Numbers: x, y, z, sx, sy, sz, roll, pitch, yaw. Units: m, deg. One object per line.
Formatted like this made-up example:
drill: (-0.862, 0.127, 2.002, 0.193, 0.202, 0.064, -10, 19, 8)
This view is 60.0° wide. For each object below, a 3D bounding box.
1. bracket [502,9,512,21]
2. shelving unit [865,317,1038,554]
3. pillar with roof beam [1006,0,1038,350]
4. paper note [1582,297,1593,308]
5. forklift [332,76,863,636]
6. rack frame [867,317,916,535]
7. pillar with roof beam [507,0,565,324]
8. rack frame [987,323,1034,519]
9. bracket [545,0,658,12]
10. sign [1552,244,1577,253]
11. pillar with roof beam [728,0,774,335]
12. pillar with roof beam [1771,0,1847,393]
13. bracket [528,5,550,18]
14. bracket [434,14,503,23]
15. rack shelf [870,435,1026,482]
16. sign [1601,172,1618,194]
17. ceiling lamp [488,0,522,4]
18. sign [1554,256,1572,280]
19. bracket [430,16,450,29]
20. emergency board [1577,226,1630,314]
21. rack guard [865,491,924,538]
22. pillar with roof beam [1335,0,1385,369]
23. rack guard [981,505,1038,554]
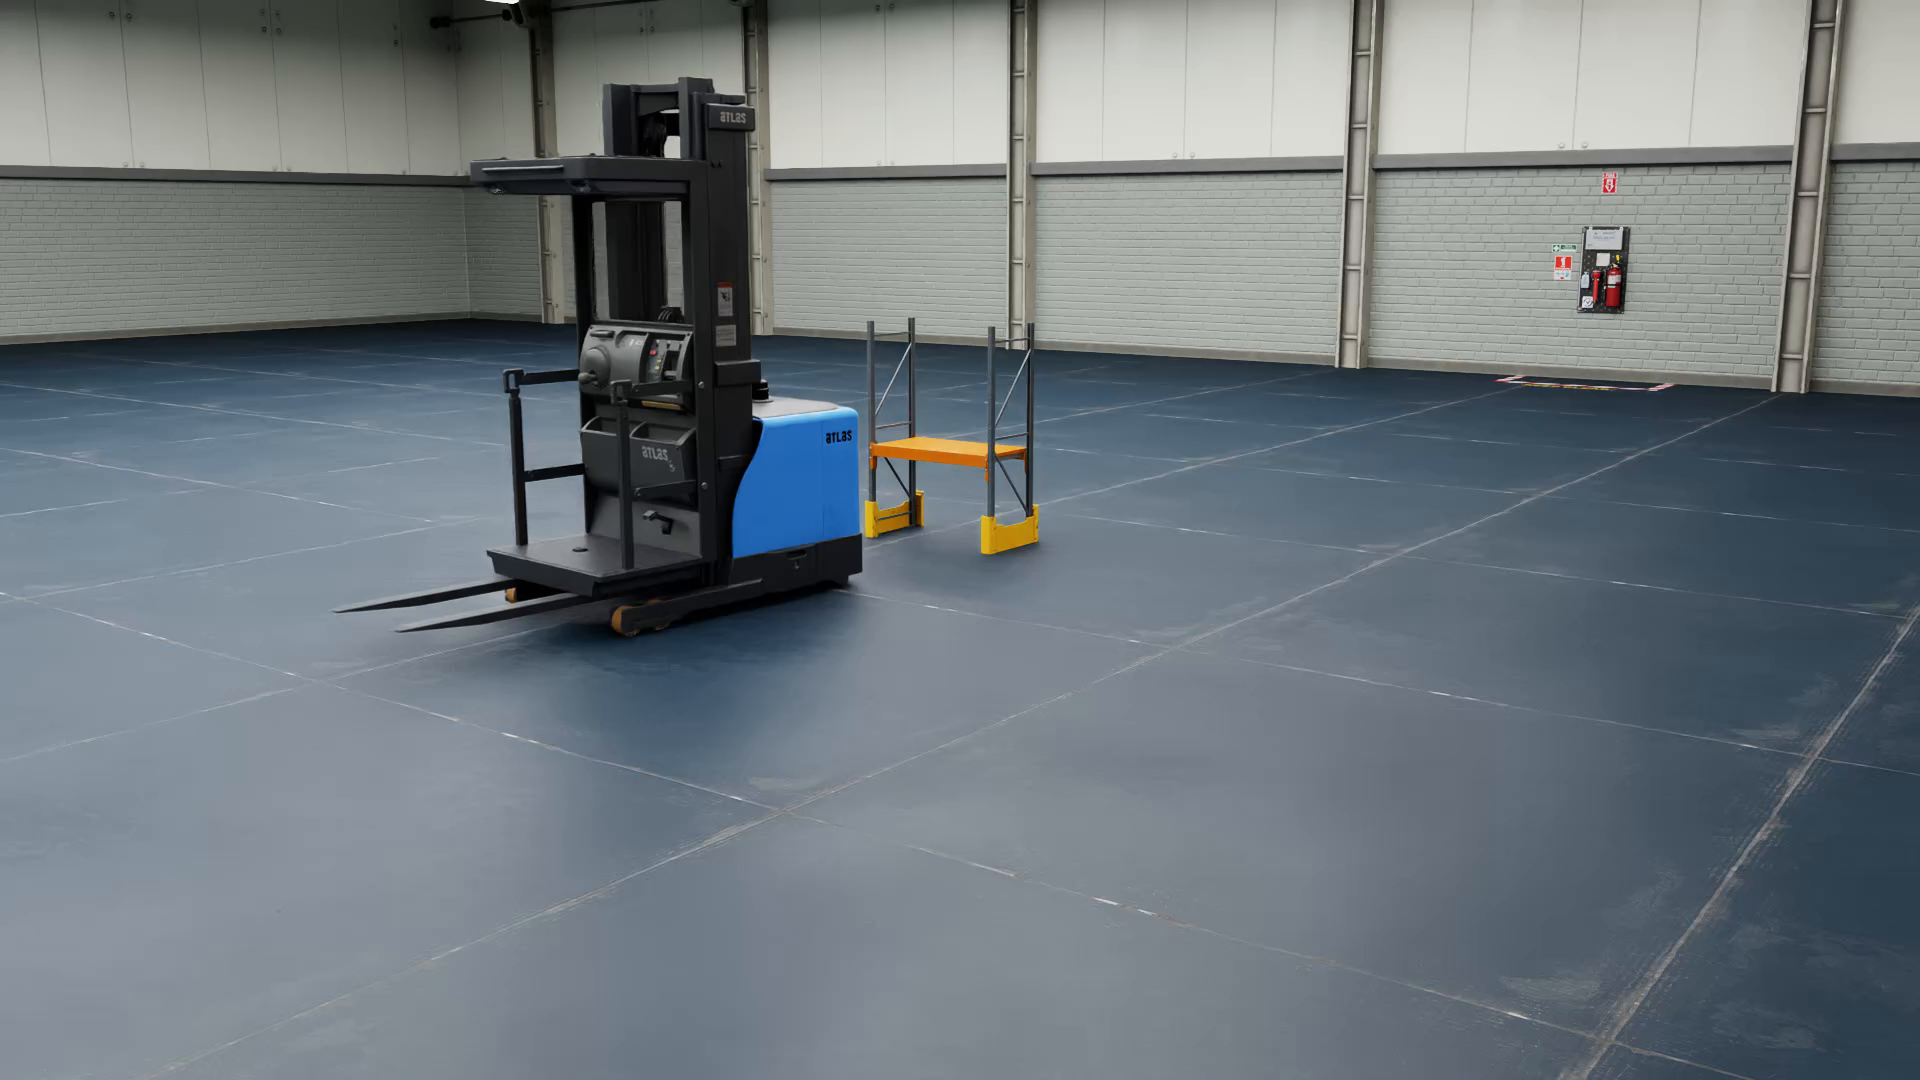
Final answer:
bracket: (-9.190, -10.792, 34.144, 0.430, 0.232, 0.235, 8, 13, 36)
shelving unit: (-0.061, -0.745, 11.432, 1.083, 1.500, 0.587, 8, 13, 36)
pillar with roof beam: (-1.521, -7.024, 24.145, 0.400, 9.000, 9.100, 8, 13, 36)
paper note: (8.628, -3.270, 22.855, 0.142, 0.148, 0.016, 8, 13, 36)
forklift: (-1.955, -1.033, 9.152, 1.130, 2.935, 3.031, 10, 15, 41)
rack frame: (-0.478, -0.803, 11.732, 0.032, 1.500, 0.500, 8, 13, 36)
pillar with roof beam: (-11.193, -8.373, 31.118, 0.548, 9.000, 9.100, 8, 13, 36)
rack frame: (0.341, -0.689, 11.141, 0.032, 1.500, 0.500, 8, 13, 36)
bracket: (-6.444, -10.409, 32.164, 4.783, 0.066, 0.076, 8, 13, 36)
sign: (8.344, -4.026, 22.954, 0.331, 0.109, 0.001, 8, 13, 36)
pillar with roof beam: (-6.357, -7.699, 27.632, 0.548, 9.000, 9.100, 8, 13, 36)
pillar with roof beam: (8.151, -5.675, 17.171, 0.400, 9.000, 9.100, 8, 13, 36)
bracket: (-8.521, -10.698, 33.661, 0.430, 0.232, 0.235, 8, 13, 36)
bracket: (-10.624, -10.992, 35.178, 3.189, 0.066, 0.076, 8, 13, 36)
rack shelf: (-0.069, -0.569, 11.471, 1.000, 0.185, 0.538, 8, 13, 36)
sign: (8.782, -4.826, 22.477, 0.199, 0.298, 0.001, 8, 13, 36)
ceiling lamp: (-8.467, -10.704, 27.800, 0.800, 3.185, 2.000, 8, 13, 36)
sign: (8.345, -3.768, 23.014, 0.234, 0.329, 0.001, 8, 13, 36)
bracket: (-11.100, -11.058, 35.521, 0.430, 0.232, 0.235, 8, 13, 36)
emergency board: (8.730, -3.672, 22.614, 0.643, 1.169, 0.194, 8, 13, 36)
rack guard: (-0.463, -0.187, 11.840, 0.087, 0.250, 0.587, 8, 13, 36)
pillar with roof beam: (3.315, -6.349, 20.658, 0.400, 9.000, 9.100, 8, 13, 36)
rack guard: (0.340, -0.075, 11.261, 0.087, 0.250, 0.587, 8, 13, 36)
